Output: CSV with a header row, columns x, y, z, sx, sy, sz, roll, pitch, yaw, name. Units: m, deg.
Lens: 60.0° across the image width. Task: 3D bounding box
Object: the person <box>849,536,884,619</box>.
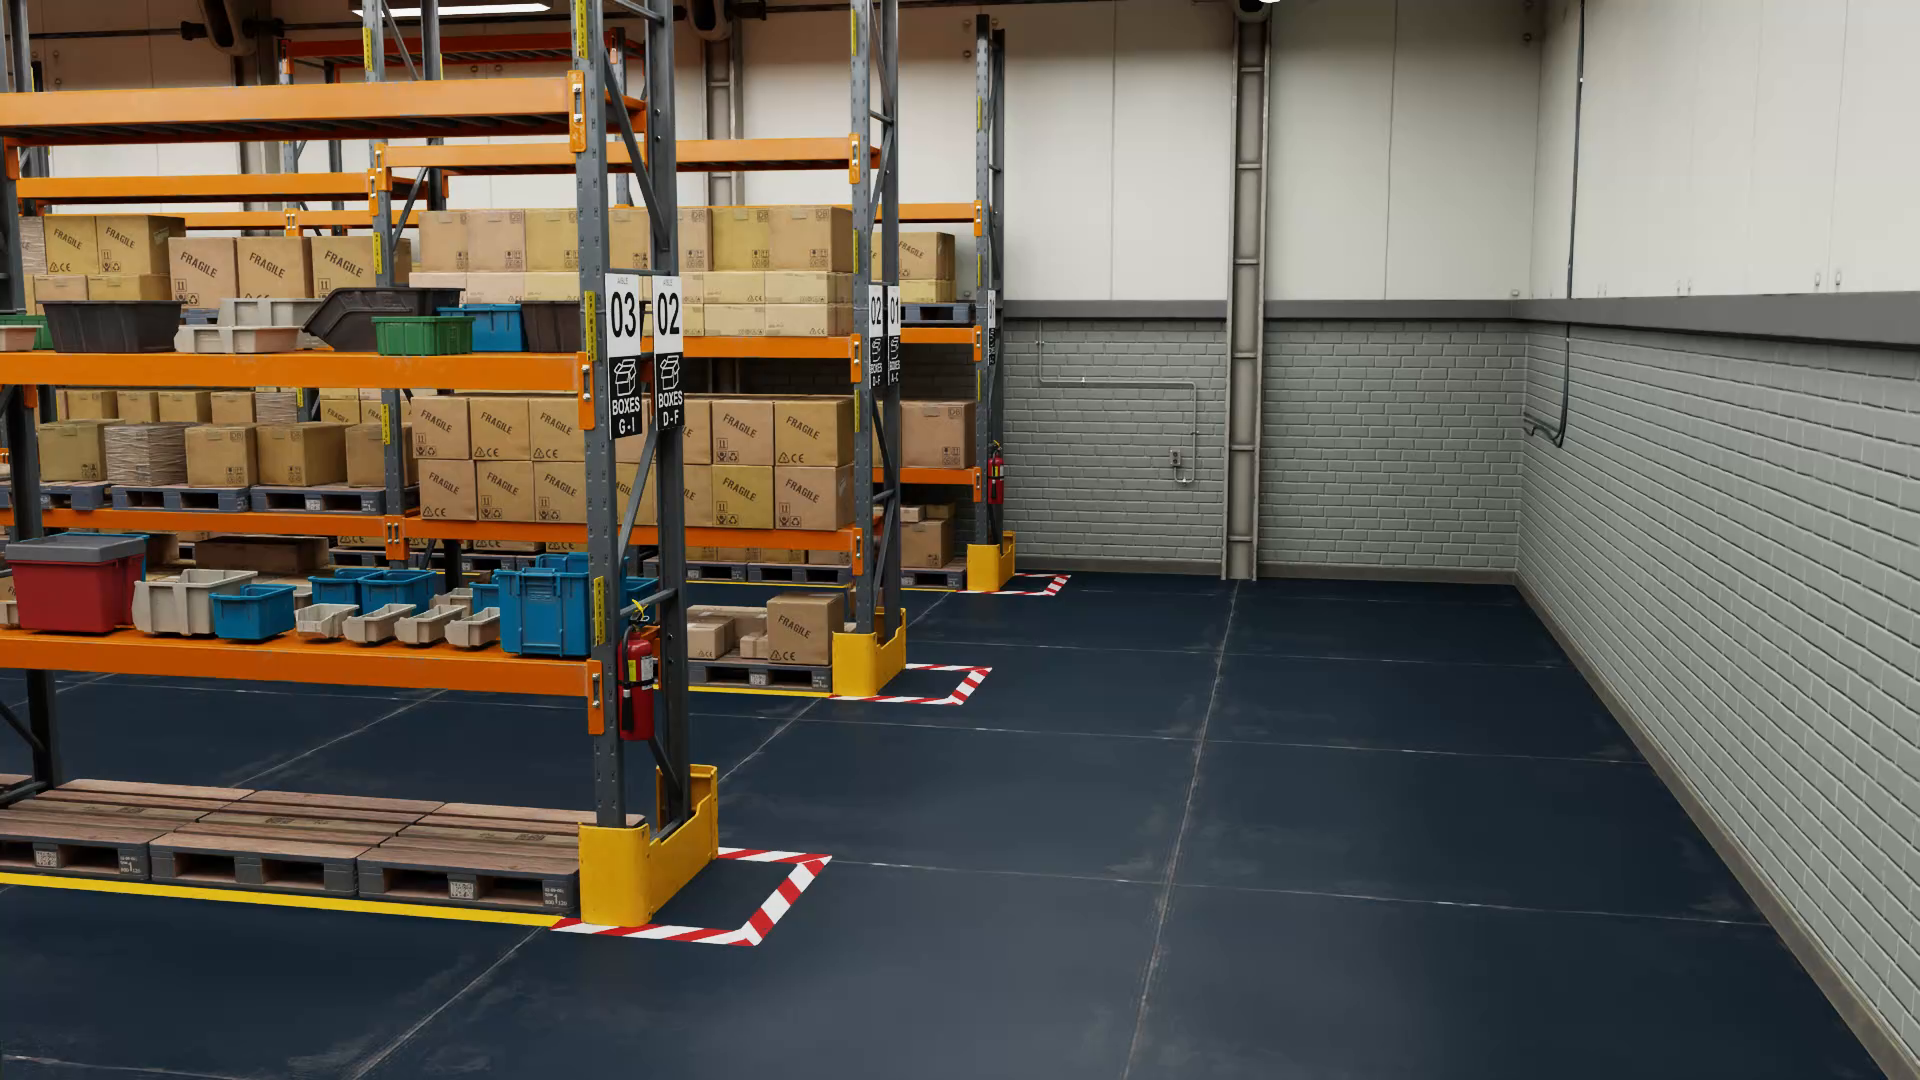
x,y,z,sx,sy,sz,roll,pitch,yaw,name
-0.799,0.397,15.640,0.462,0.945,0.845,1,8,10,person
